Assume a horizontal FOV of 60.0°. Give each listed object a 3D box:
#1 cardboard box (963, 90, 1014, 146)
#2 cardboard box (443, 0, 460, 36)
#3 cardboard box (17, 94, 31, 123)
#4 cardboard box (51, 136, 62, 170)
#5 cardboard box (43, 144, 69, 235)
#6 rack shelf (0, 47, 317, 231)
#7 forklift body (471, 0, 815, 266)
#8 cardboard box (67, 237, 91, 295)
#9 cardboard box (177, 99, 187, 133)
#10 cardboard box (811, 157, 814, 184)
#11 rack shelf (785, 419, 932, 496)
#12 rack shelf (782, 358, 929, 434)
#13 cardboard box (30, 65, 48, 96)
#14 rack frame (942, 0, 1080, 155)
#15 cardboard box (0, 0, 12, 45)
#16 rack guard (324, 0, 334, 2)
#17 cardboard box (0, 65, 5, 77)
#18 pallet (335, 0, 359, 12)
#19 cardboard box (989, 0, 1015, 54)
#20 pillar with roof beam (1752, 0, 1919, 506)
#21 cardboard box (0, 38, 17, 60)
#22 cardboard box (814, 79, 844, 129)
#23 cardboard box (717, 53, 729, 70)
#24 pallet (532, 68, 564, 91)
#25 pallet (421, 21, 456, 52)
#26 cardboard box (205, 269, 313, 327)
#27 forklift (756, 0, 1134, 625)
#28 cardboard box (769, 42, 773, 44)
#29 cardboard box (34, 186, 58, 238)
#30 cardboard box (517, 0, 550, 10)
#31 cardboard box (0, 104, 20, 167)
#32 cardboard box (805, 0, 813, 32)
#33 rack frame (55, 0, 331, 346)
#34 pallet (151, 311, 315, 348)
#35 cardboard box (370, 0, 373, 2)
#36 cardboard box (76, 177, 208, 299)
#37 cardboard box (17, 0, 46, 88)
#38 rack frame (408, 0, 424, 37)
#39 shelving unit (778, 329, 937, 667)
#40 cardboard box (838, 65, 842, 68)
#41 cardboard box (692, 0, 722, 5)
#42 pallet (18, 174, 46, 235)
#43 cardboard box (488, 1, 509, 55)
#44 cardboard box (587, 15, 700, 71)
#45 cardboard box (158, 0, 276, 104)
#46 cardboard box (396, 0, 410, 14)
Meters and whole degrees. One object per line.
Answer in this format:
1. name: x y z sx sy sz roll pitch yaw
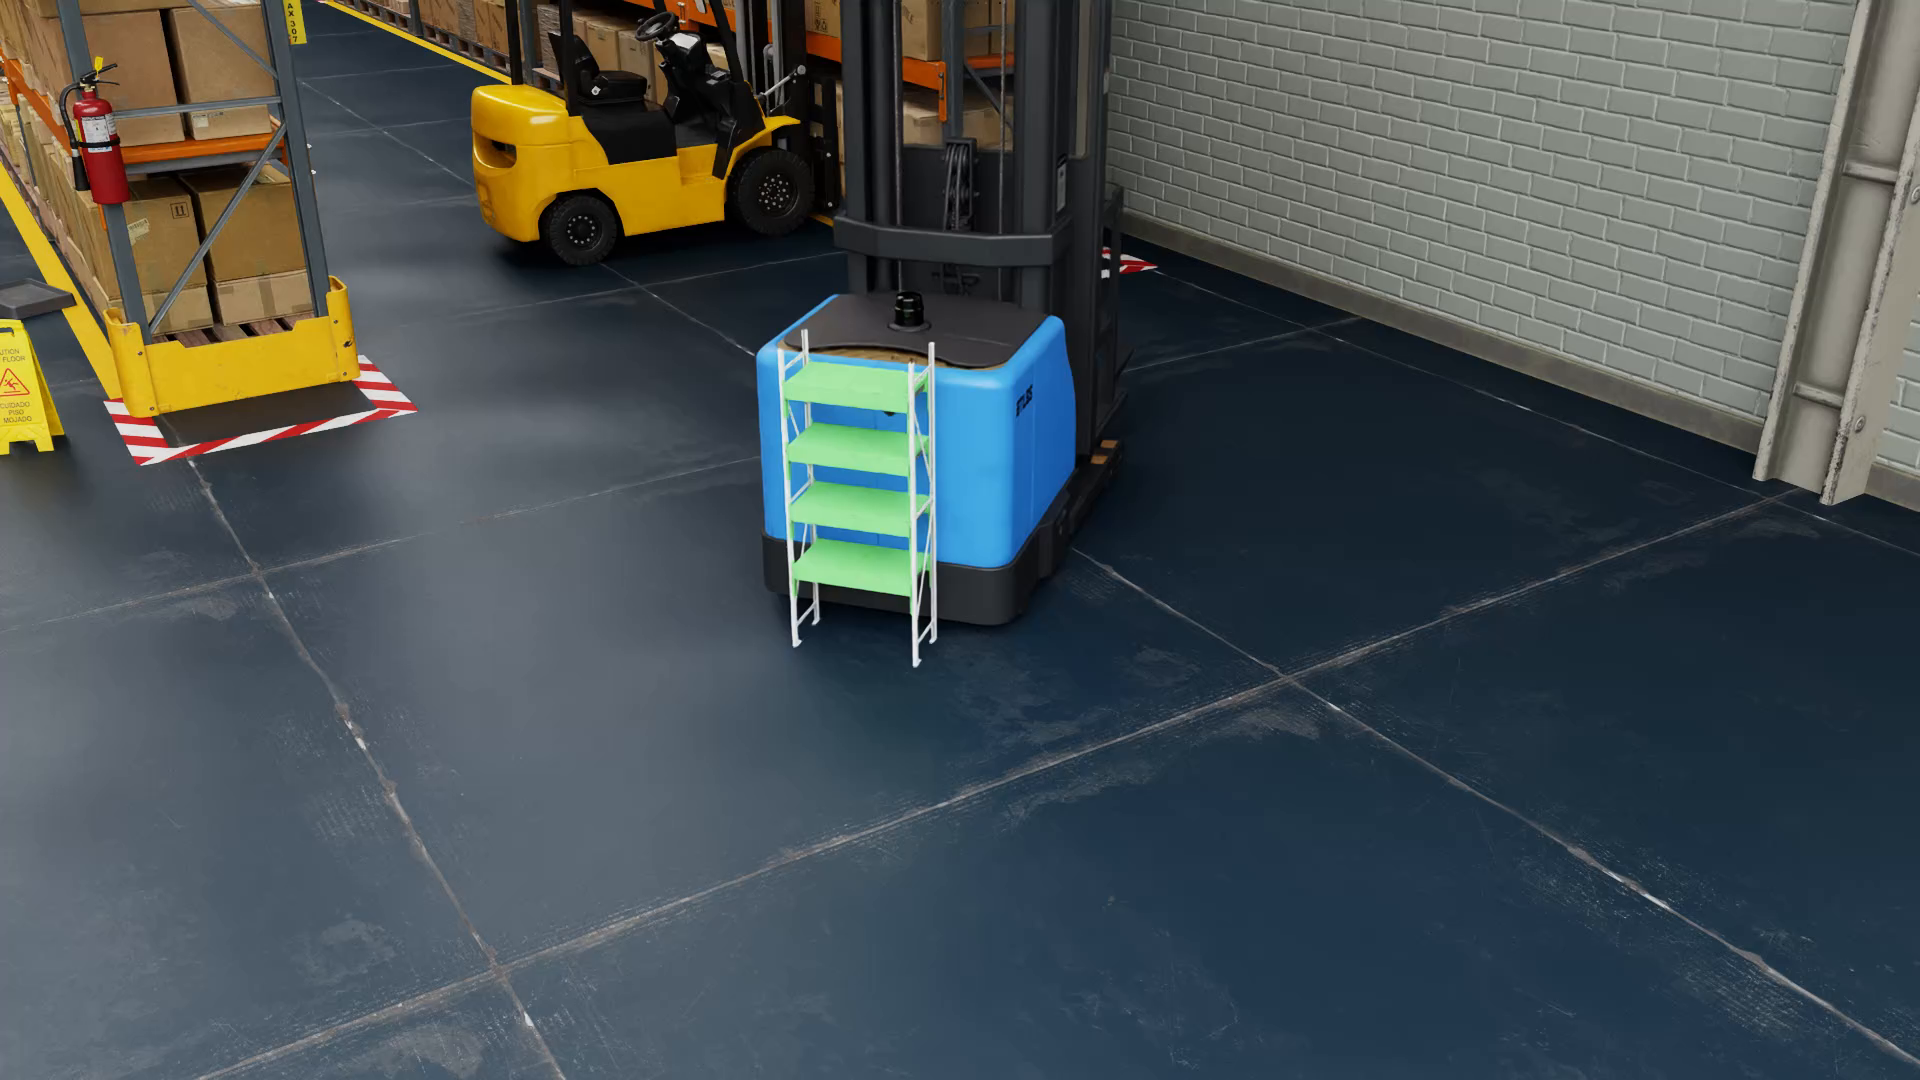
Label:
1. cardboard box: 0.232 -2.920 11.480 0.500 0.250 0.500 -16 30 -30
2. cardboard box: -5.572 -6.064 19.018 0.500 0.500 0.500 -17 30 -31
3. cardboard box: -5.891 -2.824 10.810 0.380 0.149 0.250 -15 29 -29
4. cardboard box: -5.011 -2.253 9.599 0.380 0.149 0.250 -14 29 -27
5. cardboard box: -5.325 -2.215 10.279 0.500 0.500 0.500 -14 29 -27
6. rack shelf: -4.913 -2.537 9.954 1.077 0.370 4.000 -16 29 -30
7. forklift body: -2.228 -3.175 11.455 2.313 2.155 1.214 -16 29 -30
8. cardboard box: -5.054 -1.693 10.052 0.500 0.250 0.500 -17 30 -31
9. cardboard box: -3.983 -2.290 8.882 0.380 0.149 0.250 -15 29 -29
10. cardboard box: -1.017 -2.888 12.583 0.500 0.250 0.500 -15 29 -28
11. rack shelf: -0.366 -0.305 6.076 0.480 0.148 0.258 8 27 16
12. rack shelf: -0.367 -0.521 5.972 0.480 0.148 0.258 8 27 16
13. cardboard box: -5.250 -2.734 9.821 0.380 0.149 0.250 -16 29 -30
14. rack frame: 0.336 -3.305 10.738 1.000 3.000 0.127 -16 29 -30
15. cardboard box: -5.705 -3.361 10.391 0.500 0.500 0.500 -16 29 -30
16. rack guard: -8.357 -7.871 23.337 1.175 0.500 0.348 -16 29 -30
17. cardboard box: -8.496 -4.504 15.275 0.875 0.875 0.875 -16 30 -30
18. pallet: -7.921 -7.455 22.795 1.003 0.211 1.213 -16 29 -30
19. cardboard box: 0.298 -3.593 11.229 0.500 0.500 0.500 -14 29 -28
20. pillar with roof beam: 0.379 -3.328 3.759 9.100 9.000 0.400 -16 29 -30
21. cardboard box: -6.102 -3.277 10.972 0.380 0.149 0.250 -16 29 -30
22. cardboard box: -0.745 -3.155 11.978 0.500 0.250 0.500 -15 29 -29
23. cardboard box: -1.576 -3.703 13.139 0.500 0.250 0.500 -15 29 -29
24. pallet: -3.615 -4.602 16.752 1.003 0.211 1.213 -16 29 -30
25. pallet: -5.740 -6.054 19.828 1.003 0.211 1.213 -16 29 -30
26. cardboard box: -4.030 -1.447 9.530 0.500 0.250 0.500 -16 30 -30
27. forklift: 0.148 -1.604 7.214 1.130 2.935 3.031 8 26 16
28. cardboard box: -1.417 -4.004 13.775 0.500 0.250 0.500 -15 29 -29
29. cardboard box: -5.909 -2.251 11.233 0.500 0.250 0.500 -17 30 -32
30. cardboard box: -4.514 -5.637 17.354 0.380 0.149 0.250 -17 30 -32
31. cardboard box: -7.070 -3.271 13.252 0.950 0.372 0.625 -14 29 -28
32. cardboard box: -0.992 -4.014 12.121 0.500 0.500 0.500 -15 29 -29
33. rack frame: -3.821 -2.147 8.285 1.000 3.000 0.127 -16 29 -30
34. pallet: -4.277 -1.212 9.571 1.003 0.211 1.213 -16 29 -30
35. cardboard box: -7.506 -7.320 21.678 0.500 0.500 0.500 -15 29 -29
36. cardboard box: -4.477 -1.659 9.100 0.500 0.500 0.500 -15 29 -29
37. cardboard box: -4.888 -2.817 9.238 0.500 0.500 0.500 -16 29 -30
38. rack frame: -6.215 -7.597 19.830 1.000 3.000 0.127 -16 29 -30
39. shelving unit: -0.366 -0.146 6.152 0.503 1.200 0.258 8 27 16
40. cardboard box: -0.582 -3.464 12.632 0.500 0.250 0.500 -16 30 -31
41. cardboard box: -1.825 -4.562 13.282 0.500 0.500 0.500 -16 30 -31
42. pallet: -6.431 -2.595 12.500 1.003 0.211 1.213 -16 29 -30
43. cardboard box: -4.707 -5.509 17.842 0.500 0.500 0.500 -16 30 -30
44. cardboard box: -2.972 -4.584 15.736 0.875 0.625 0.625 -17 30 -32
45. cardboard box: -3.848 -2.561 8.696 0.500 0.500 0.500 -16 30 -30
46. cardboard box: -6.766 -6.629 20.626 0.380 0.149 0.250 -17 30 -31
